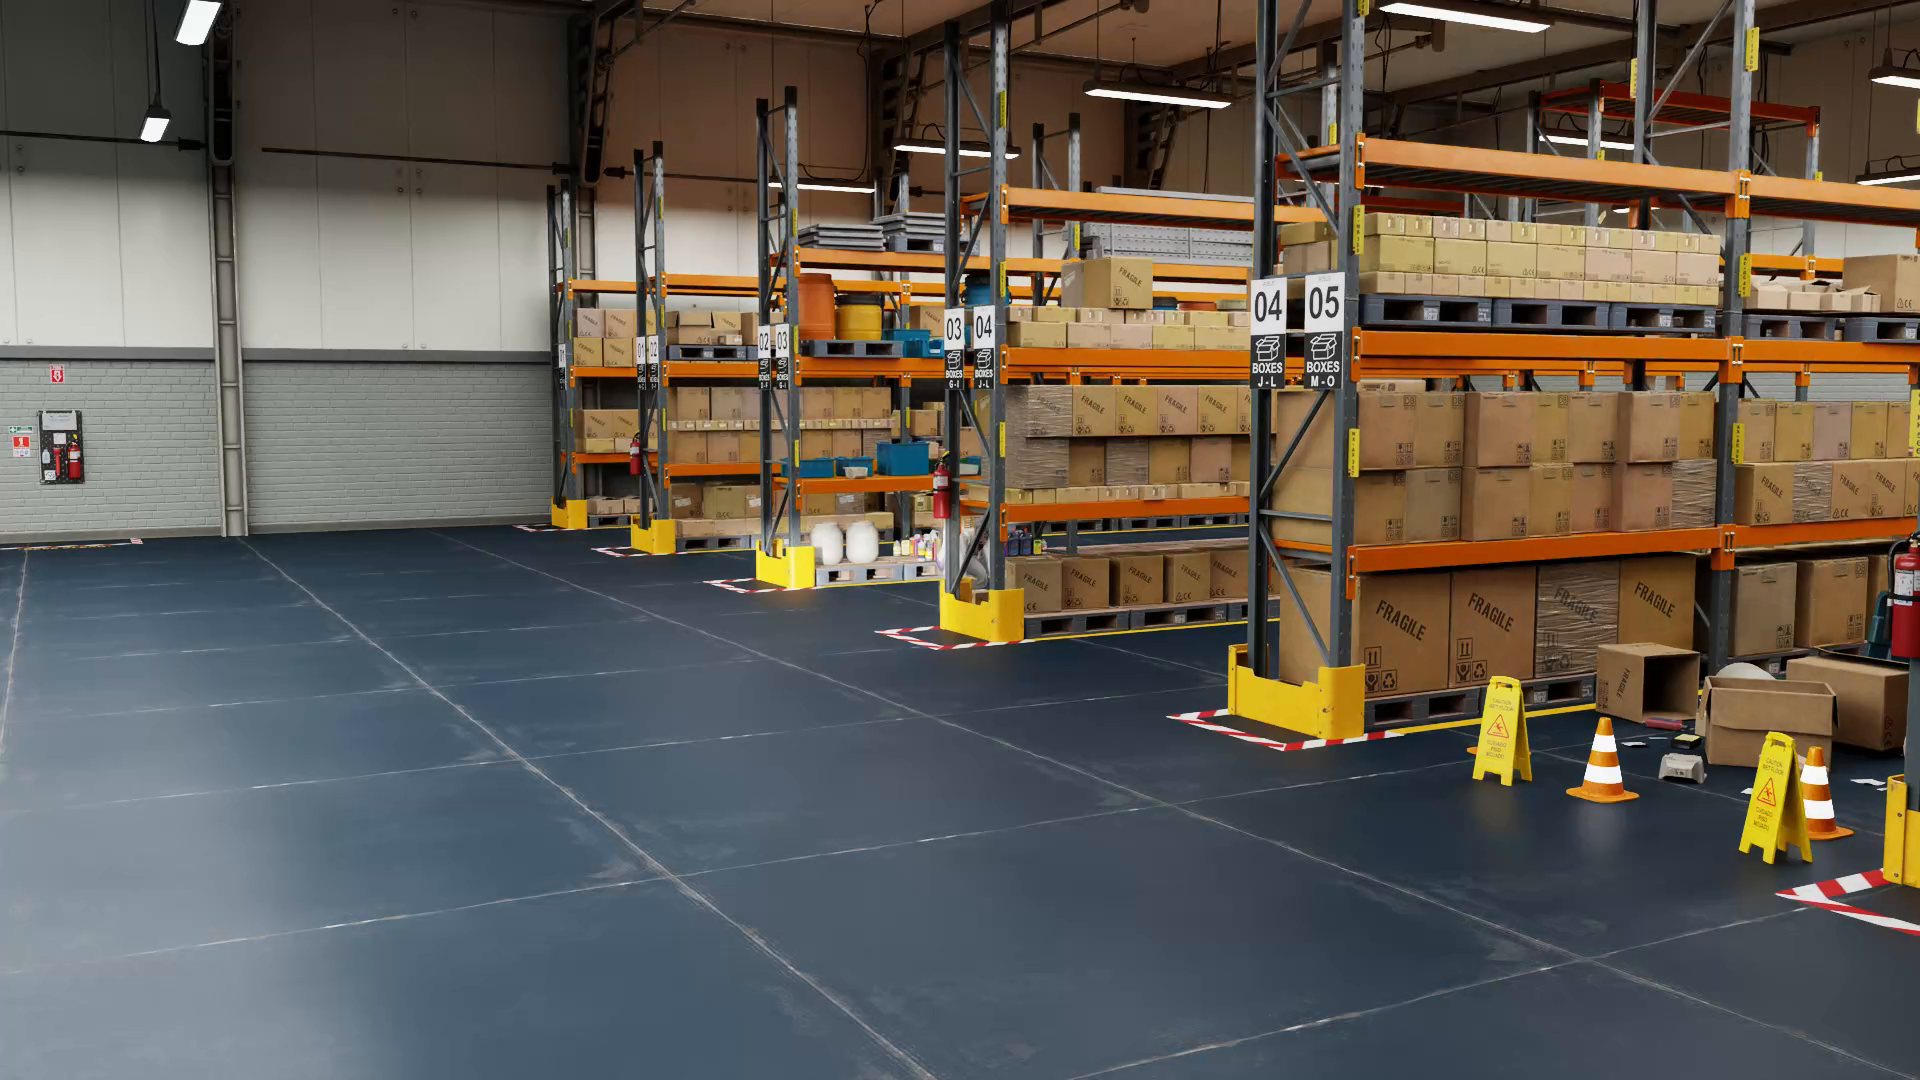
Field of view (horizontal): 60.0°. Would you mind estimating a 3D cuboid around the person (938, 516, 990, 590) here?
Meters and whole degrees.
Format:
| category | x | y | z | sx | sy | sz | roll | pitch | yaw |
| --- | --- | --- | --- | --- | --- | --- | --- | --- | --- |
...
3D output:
| category | x | y | z | sx | sy | sz | roll | pitch | yaw |
| --- | --- | --- | --- | --- | --- | --- | --- | --- | --- |
| person | 0.108 | 0.254 | 18.118 | 0.502 | 1.052 | 0.831 | -3 | 6 | -29 |
